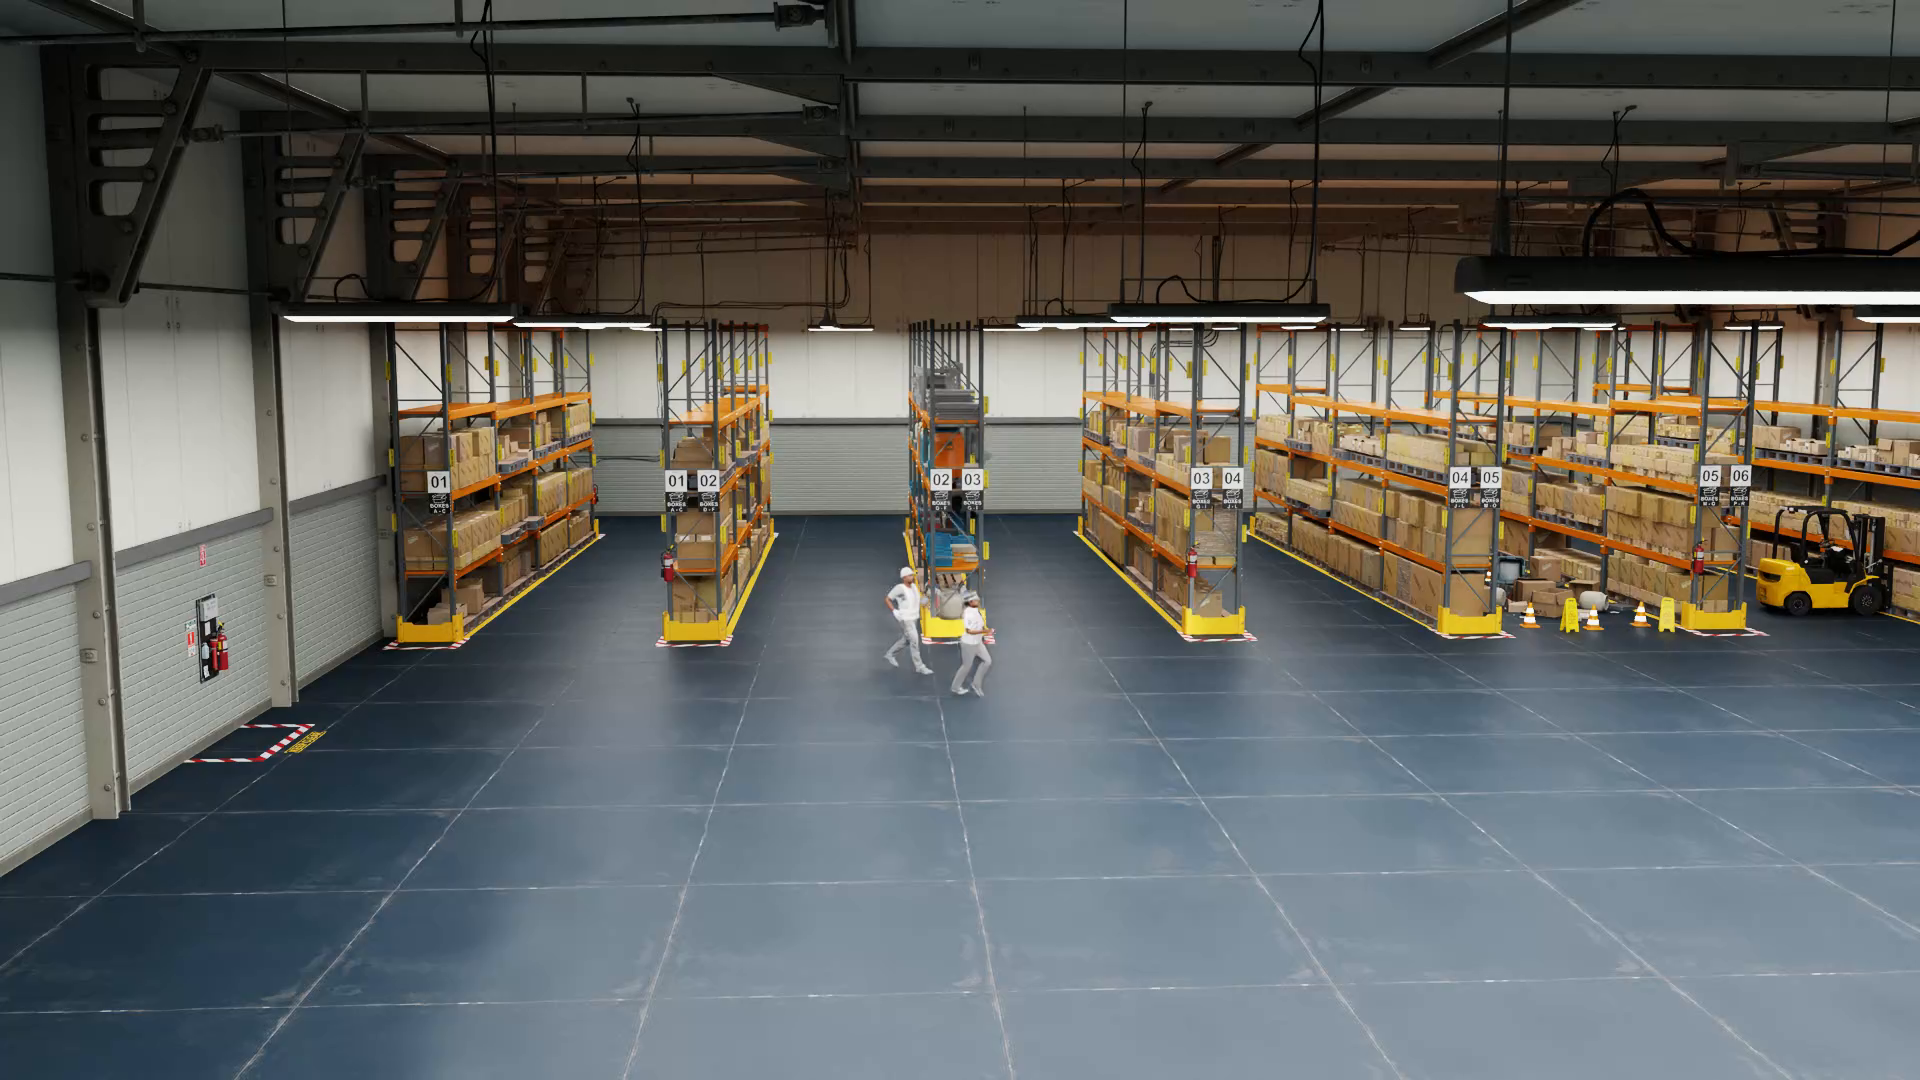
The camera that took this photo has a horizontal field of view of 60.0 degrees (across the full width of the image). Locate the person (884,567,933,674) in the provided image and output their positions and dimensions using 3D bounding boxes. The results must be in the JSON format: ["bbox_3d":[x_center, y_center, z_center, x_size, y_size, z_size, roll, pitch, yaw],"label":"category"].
[{"bbox_3d":[-0.874,1.343,28.105,0.997,1.770,0.683,3,8,25],"label":"person"}]

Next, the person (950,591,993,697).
[{"bbox_3d":[0.200,1.657,26.298,0.720,1.735,0.551,2,7,19],"label":"person"}]
